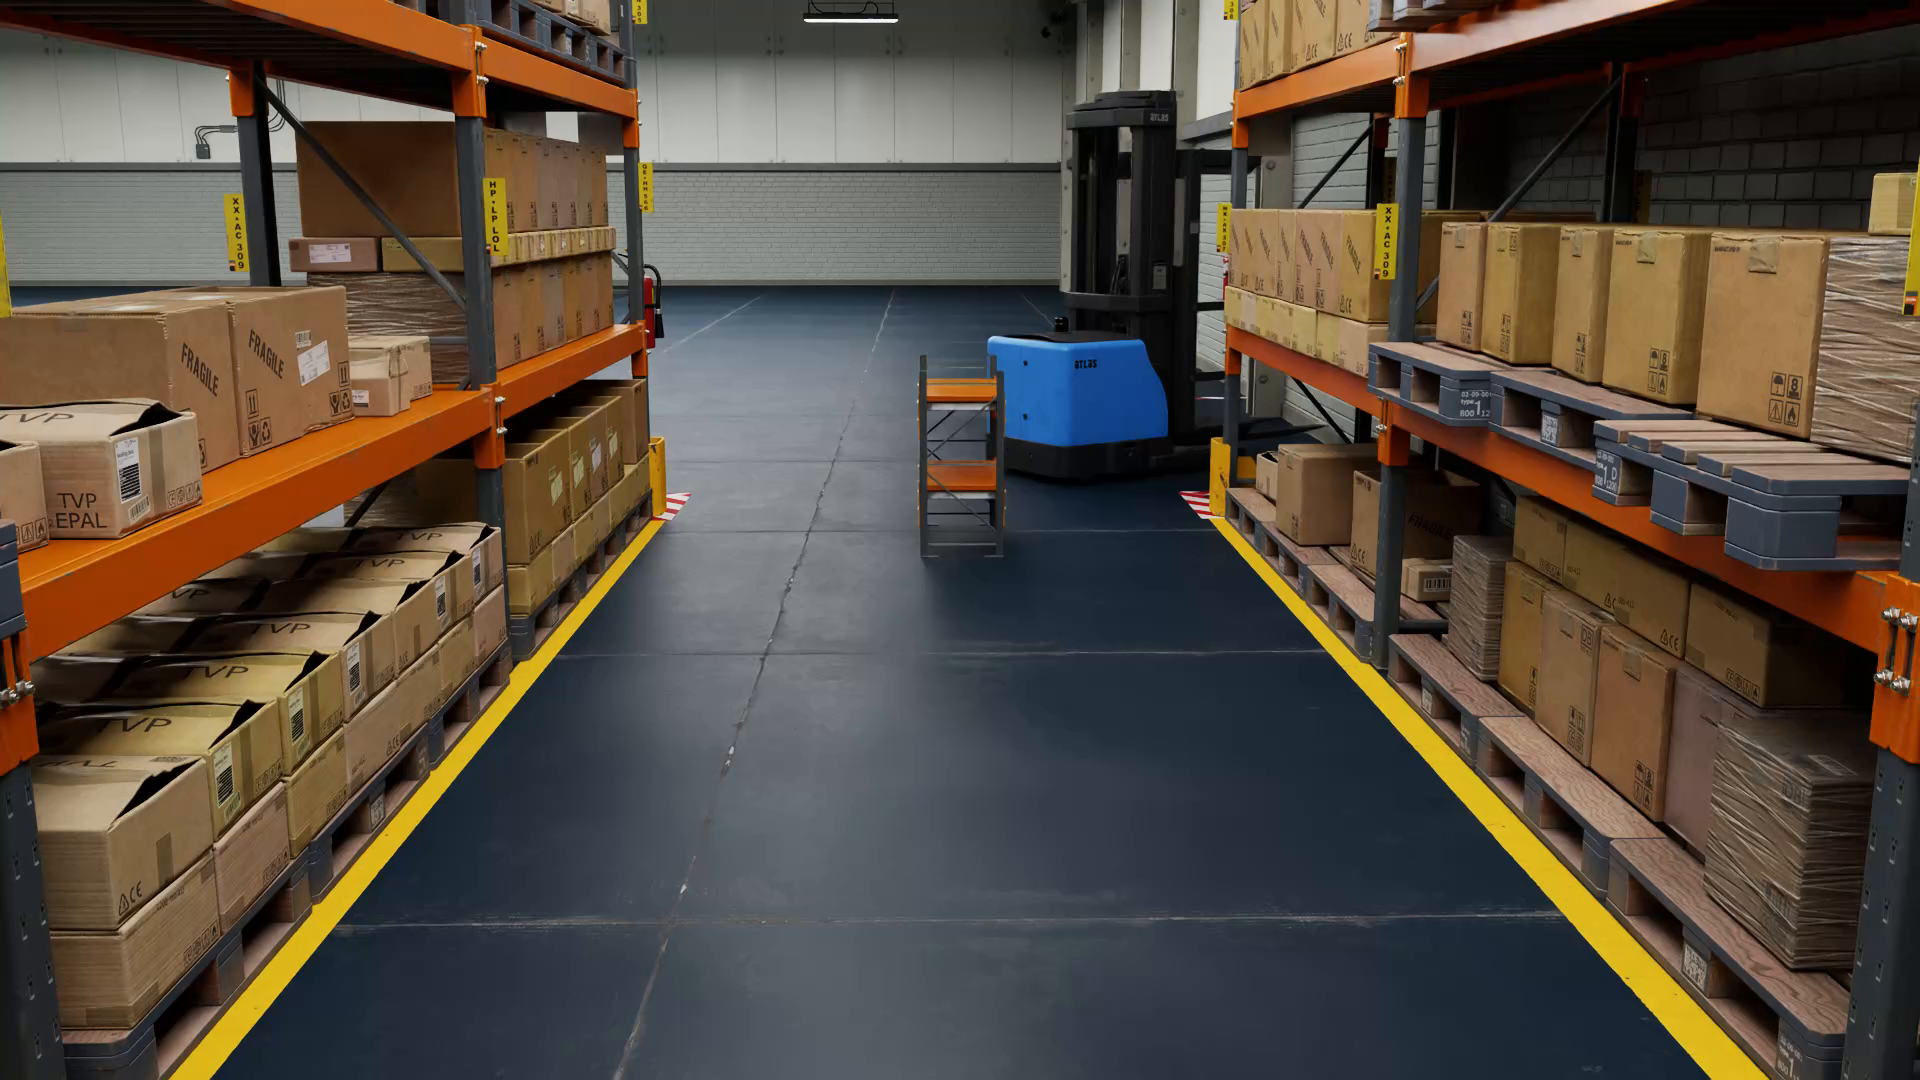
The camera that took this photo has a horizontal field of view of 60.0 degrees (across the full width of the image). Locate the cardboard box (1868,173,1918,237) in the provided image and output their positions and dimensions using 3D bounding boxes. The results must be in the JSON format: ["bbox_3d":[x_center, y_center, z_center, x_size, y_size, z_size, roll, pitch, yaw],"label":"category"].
[{"bbox_3d":[2.430,-0.801,3.975,0.380,0.149,0.250,-2,12,-11],"label":"cardboard box"}]

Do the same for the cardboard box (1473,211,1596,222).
[{"bbox_3d":[2.605,-1.280,7.763,0.500,0.500,0.500,-1,11,-2],"label":"cardboard box"}]

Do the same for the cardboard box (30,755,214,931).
[{"bbox_3d":[-2.182,0.696,4.032,0.500,0.311,0.500,0,11,1],"label":"cardboard box"}]

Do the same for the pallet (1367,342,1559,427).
[{"bbox_3d":[2.276,-0.635,6.628,1.003,0.211,1.213,0,11,-1],"label":"pallet"}]

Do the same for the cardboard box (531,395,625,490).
[{"bbox_3d":[-2.286,-0.577,9.834,0.500,0.500,0.500,0,11,-1],"label":"cardboard box"}]

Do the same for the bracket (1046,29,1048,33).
[{"bbox_3d":[2.182,-12.644,41.195,0.076,0.066,3.189,0,11,-1],"label":"bracket"}]

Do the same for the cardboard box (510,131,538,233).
[{"bbox_3d":[-2.584,-1.833,8.538,0.700,0.500,0.500,0,11,-1],"label":"cardboard box"}]

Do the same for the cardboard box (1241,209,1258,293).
[{"bbox_3d":[2.032,-1.786,10.260,0.500,0.500,0.500,0,11,-1],"label":"cardboard box"}]

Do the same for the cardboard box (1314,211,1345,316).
[{"bbox_3d":[2.071,-1.377,8.245,0.500,0.500,0.500,0,11,-1],"label":"cardboard box"}]

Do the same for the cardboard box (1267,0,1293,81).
[{"bbox_3d":[2.070,-2.928,9.601,0.500,0.500,0.500,0,11,1],"label":"cardboard box"}]

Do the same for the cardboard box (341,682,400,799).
[{"bbox_3d":[-2.220,0.666,5.592,0.500,0.250,0.500,0,11,0],"label":"cardboard box"}]

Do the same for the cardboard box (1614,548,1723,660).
[{"bbox_3d":[2.456,0.197,5.339,0.500,0.250,0.500,0,11,-1],"label":"cardboard box"}]

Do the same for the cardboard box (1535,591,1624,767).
[{"bbox_3d":[2.468,0.478,5.838,0.700,0.500,0.500,0,11,-1],"label":"cardboard box"}]

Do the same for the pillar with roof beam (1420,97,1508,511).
[{"bbox_3d":[-1.102,-4.464,9.928,9.100,9.000,0.400,0,11,-1],"label":"pillar with roof beam"}]

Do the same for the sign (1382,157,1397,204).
[{"bbox_3d":[2.878,-2.397,11.125,0.100,0.325,0.005,0,11,-1],"label":"sign"}]

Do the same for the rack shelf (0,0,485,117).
[{"bbox_3d":[-2.506,-1.580,5.070,1.077,0.370,4.000,0,11,-1],"label":"rack shelf"}]

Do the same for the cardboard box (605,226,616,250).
[{"bbox_3d":[-2.431,-1.947,10.731,0.380,0.149,0.250,0,11,-2],"label":"cardboard box"}]

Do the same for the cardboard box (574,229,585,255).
[{"bbox_3d":[-2.410,-1.742,9.720,0.380,0.149,0.250,0,11,1],"label":"cardboard box"}]

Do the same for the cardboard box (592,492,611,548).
[{"bbox_3d":[-2.280,-0.110,9.418,0.500,0.250,0.500,0,11,-1],"label":"cardboard box"}]

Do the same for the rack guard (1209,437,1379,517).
[{"bbox_3d":[2.324,-0.437,11.454,1.175,0.500,0.348,0,11,-1],"label":"rack guard"}]

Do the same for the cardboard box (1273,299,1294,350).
[{"bbox_3d":[2.053,-1.210,9.305,0.500,0.250,0.500,0,11,-1],"label":"cardboard box"}]

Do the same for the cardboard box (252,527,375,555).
[{"bbox_3d":[-2.788,0.090,7.022,0.500,0.311,0.500,0,11,-1],"label":"cardboard box"}]

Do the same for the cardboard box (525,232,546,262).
[{"bbox_3d":[-2.390,-1.538,8.712,0.380,0.149,0.250,-1,11,-3],"label":"cardboard box"}]

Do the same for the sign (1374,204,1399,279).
[{"bbox_3d":[1.863,-1.302,7.256,0.100,0.325,0.005,0,11,-1],"label":"sign"}]

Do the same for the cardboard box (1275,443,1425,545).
[{"bbox_3d":[2.224,-0.270,9.526,0.700,0.500,0.500,-1,12,-5],"label":"cardboard box"}]

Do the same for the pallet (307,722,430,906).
[{"bbox_3d":[-2.465,0.895,5.614,1.003,0.211,1.213,0,11,-1],"label":"pallet"}]

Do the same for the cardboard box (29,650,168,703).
[{"bbox_3d":[-2.746,0.495,5.025,0.500,0.311,0.500,0,11,-2],"label":"cardboard box"}]

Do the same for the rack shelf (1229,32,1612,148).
[{"bbox_3d":[2.364,-2.397,9.093,1.077,0.370,4.000,0,11,-1],"label":"rack shelf"}]

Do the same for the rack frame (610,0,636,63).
[{"bbox_3d":[-2.630,-4.596,10.579,1.000,3.000,0.127,0,11,-1],"label":"rack frame"}]

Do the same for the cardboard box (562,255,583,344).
[{"bbox_3d":[-2.613,-1.409,9.707,0.700,0.500,0.500,0,11,-1],"label":"cardboard box"}]

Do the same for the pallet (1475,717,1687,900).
[{"bbox_3d":[2.451,0.883,5.676,1.003,0.211,1.213,0,11,-1],"label":"pallet"}]

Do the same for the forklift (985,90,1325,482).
[{"bbox_3d":[1.700,-2.077,13.426,3.031,2.935,1.130,-8,14,-34],"label":"forklift"}]

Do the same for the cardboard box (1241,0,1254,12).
[{"bbox_3d":[2.088,-3.618,10.488,0.500,0.500,0.500,-1,12,-5],"label":"cardboard box"}]

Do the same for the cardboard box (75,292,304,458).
[{"bbox_3d":[-2.526,-0.553,5.487,0.500,0.500,0.500,0,11,-1],"label":"cardboard box"}]

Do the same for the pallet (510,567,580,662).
[{"bbox_3d":[-2.522,0.348,8.314,1.003,0.211,1.213,0,11,-1],"label":"pallet"}]

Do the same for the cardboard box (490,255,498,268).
[{"bbox_3d":[-2.364,-1.332,7.695,0.380,0.149,0.250,0,11,0],"label":"cardboard box"}]

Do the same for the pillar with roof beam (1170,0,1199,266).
[{"bbox_3d":[-1.350,-6.849,21.686,9.100,9.000,0.400,0,11,-1],"label":"pillar with roof beam"}]

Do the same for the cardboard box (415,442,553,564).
[{"bbox_3d":[-2.244,-0.180,7.874,0.500,0.500,0.500,0,11,-1],"label":"cardboard box"}]

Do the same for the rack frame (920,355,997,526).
[{"bbox_3d":[-0.010,-0.651,10.939,0.500,1.125,0.032,0,11,-1],"label":"rack frame"}]

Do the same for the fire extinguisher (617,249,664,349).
[{"bbox_3d":[-2.168,-1.643,11.309,0.296,0.674,0.183,0,11,-1],"label":"fire extinguisher"}]

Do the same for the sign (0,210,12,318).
[{"bbox_3d":[-1.922,-0.598,3.250,0.100,0.325,0.005,0,11,-1],"label":"sign"}]

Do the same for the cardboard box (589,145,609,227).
[{"bbox_3d":[-2.632,-2.237,10.527,0.700,0.500,0.500,0,11,-1],"label":"cardboard box"}]

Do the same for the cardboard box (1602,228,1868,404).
[{"bbox_3d":[2.420,-0.692,5.068,0.700,0.500,0.500,0,11,-1],"label":"cardboard box"}]

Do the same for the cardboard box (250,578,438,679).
[{"bbox_3d":[-2.227,0.288,6.043,0.500,0.311,0.500,0,11,-1],"label":"cardboard box"}]

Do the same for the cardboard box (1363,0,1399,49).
[{"bbox_3d":[2.148,-2.510,7.542,0.500,0.500,0.500,0,11,0],"label":"cardboard box"}]

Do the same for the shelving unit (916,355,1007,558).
[{"bbox_3d":[0.000,-0.550,10.441,0.538,1.125,1.048,0,11,-1],"label":"shelving unit"}]

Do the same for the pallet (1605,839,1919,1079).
[{"bbox_3d":[2.473,1.125,4.484,1.003,0.211,1.213,0,11,-1],"label":"pallet"}]

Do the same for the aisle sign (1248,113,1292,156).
[{"bbox_3d":[2.021,-2.964,11.086,0.394,0.787,0.004,0,11,-1],"label":"aisle sign"}]

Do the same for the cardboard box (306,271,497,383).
[{"bbox_3d":[-2.563,-0.998,7.681,0.700,0.500,0.500,-1,11,-3],"label":"cardboard box"}]

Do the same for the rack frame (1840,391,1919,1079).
[{"bbox_3d":[2.485,-0.086,3.441,0.949,2.616,0.053,0,11,-1],"label":"rack frame"}]
